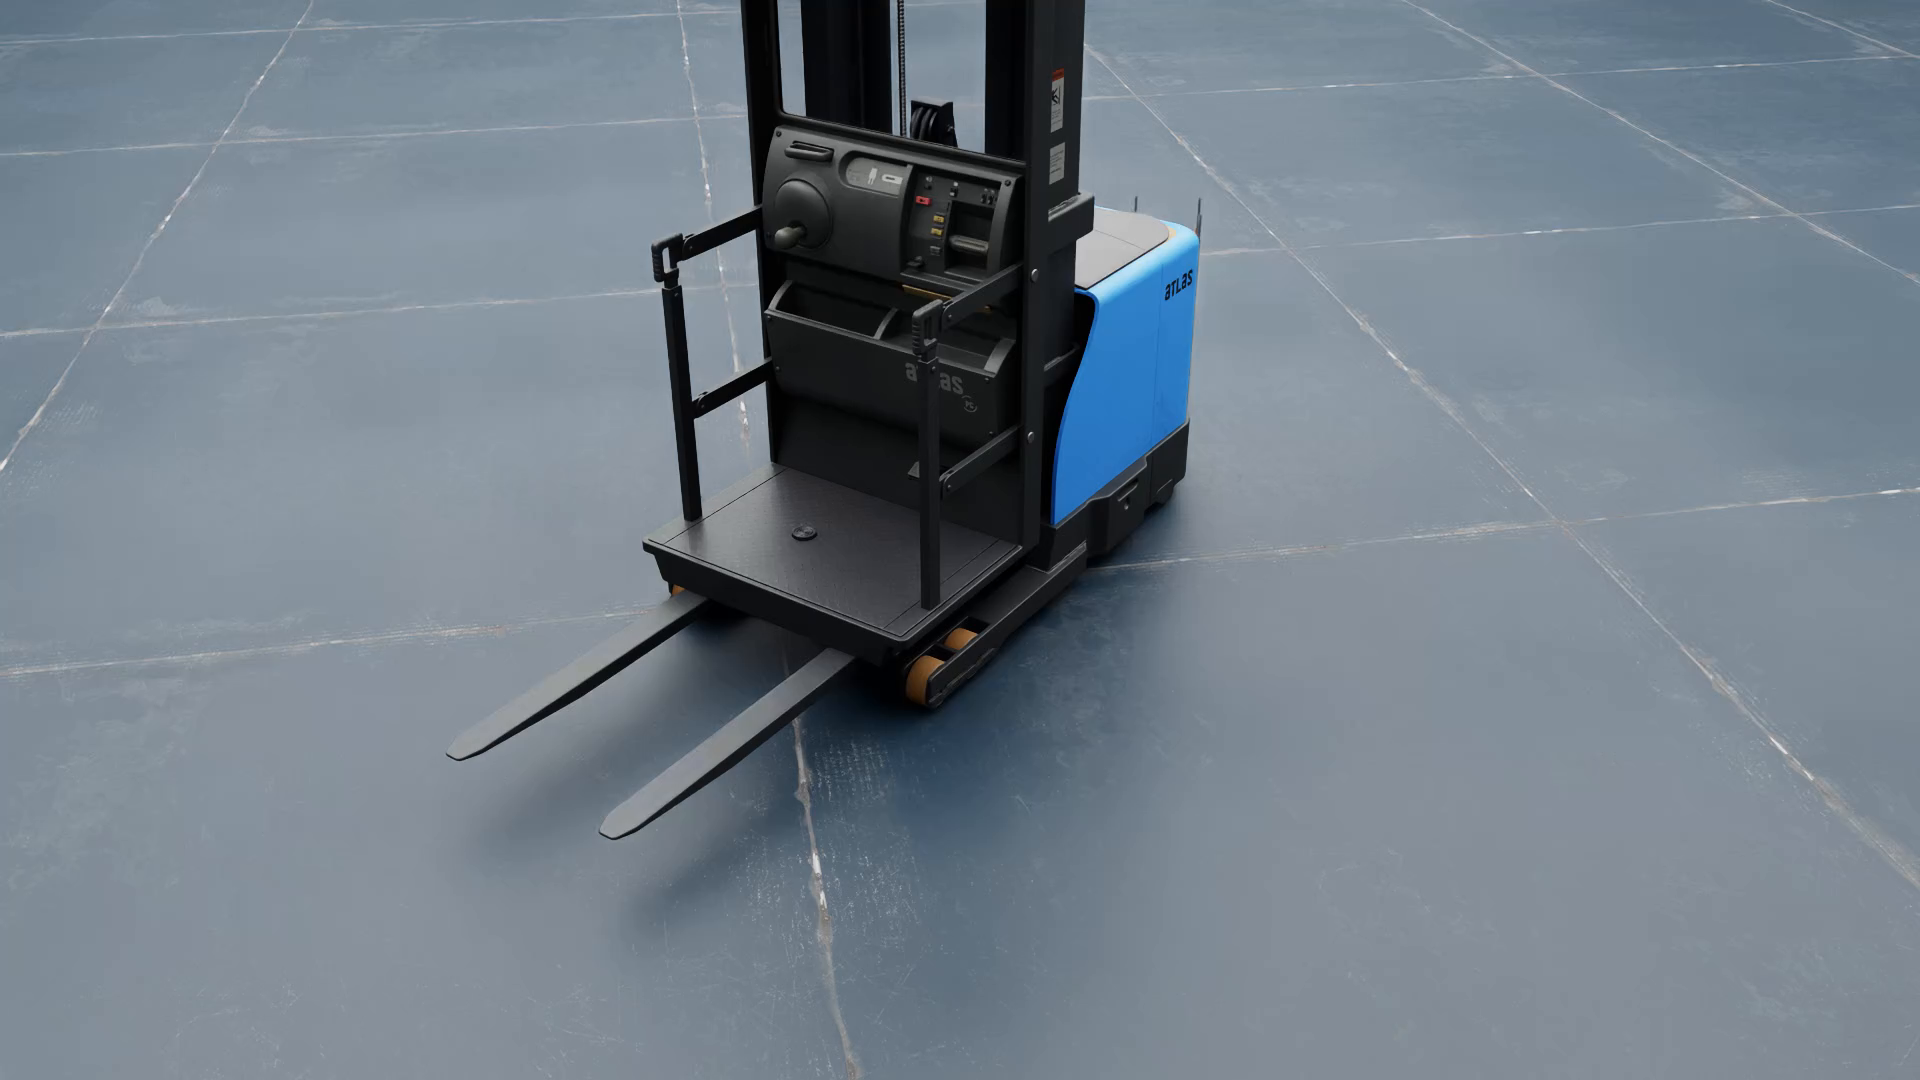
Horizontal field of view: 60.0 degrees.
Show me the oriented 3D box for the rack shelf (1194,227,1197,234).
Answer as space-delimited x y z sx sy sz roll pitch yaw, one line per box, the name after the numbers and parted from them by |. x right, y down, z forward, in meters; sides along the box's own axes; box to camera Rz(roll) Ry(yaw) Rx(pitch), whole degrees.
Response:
0.796 -1.065 6.487 0.240 0.259 0.215 3 31 5 | rack shelf

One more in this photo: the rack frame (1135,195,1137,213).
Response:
0.675 -0.836 6.636 0.008 1.050 0.200 3 31 5 | rack frame

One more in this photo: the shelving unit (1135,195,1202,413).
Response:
0.796 -0.830 6.626 0.252 1.050 0.215 3 31 5 | shelving unit

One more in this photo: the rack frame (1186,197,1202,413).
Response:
0.918 -0.824 6.615 0.008 1.050 0.200 3 31 5 | rack frame

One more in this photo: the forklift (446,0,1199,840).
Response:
-0.353 -1.000 5.059 1.130 2.935 3.031 19 35 29 | forklift
